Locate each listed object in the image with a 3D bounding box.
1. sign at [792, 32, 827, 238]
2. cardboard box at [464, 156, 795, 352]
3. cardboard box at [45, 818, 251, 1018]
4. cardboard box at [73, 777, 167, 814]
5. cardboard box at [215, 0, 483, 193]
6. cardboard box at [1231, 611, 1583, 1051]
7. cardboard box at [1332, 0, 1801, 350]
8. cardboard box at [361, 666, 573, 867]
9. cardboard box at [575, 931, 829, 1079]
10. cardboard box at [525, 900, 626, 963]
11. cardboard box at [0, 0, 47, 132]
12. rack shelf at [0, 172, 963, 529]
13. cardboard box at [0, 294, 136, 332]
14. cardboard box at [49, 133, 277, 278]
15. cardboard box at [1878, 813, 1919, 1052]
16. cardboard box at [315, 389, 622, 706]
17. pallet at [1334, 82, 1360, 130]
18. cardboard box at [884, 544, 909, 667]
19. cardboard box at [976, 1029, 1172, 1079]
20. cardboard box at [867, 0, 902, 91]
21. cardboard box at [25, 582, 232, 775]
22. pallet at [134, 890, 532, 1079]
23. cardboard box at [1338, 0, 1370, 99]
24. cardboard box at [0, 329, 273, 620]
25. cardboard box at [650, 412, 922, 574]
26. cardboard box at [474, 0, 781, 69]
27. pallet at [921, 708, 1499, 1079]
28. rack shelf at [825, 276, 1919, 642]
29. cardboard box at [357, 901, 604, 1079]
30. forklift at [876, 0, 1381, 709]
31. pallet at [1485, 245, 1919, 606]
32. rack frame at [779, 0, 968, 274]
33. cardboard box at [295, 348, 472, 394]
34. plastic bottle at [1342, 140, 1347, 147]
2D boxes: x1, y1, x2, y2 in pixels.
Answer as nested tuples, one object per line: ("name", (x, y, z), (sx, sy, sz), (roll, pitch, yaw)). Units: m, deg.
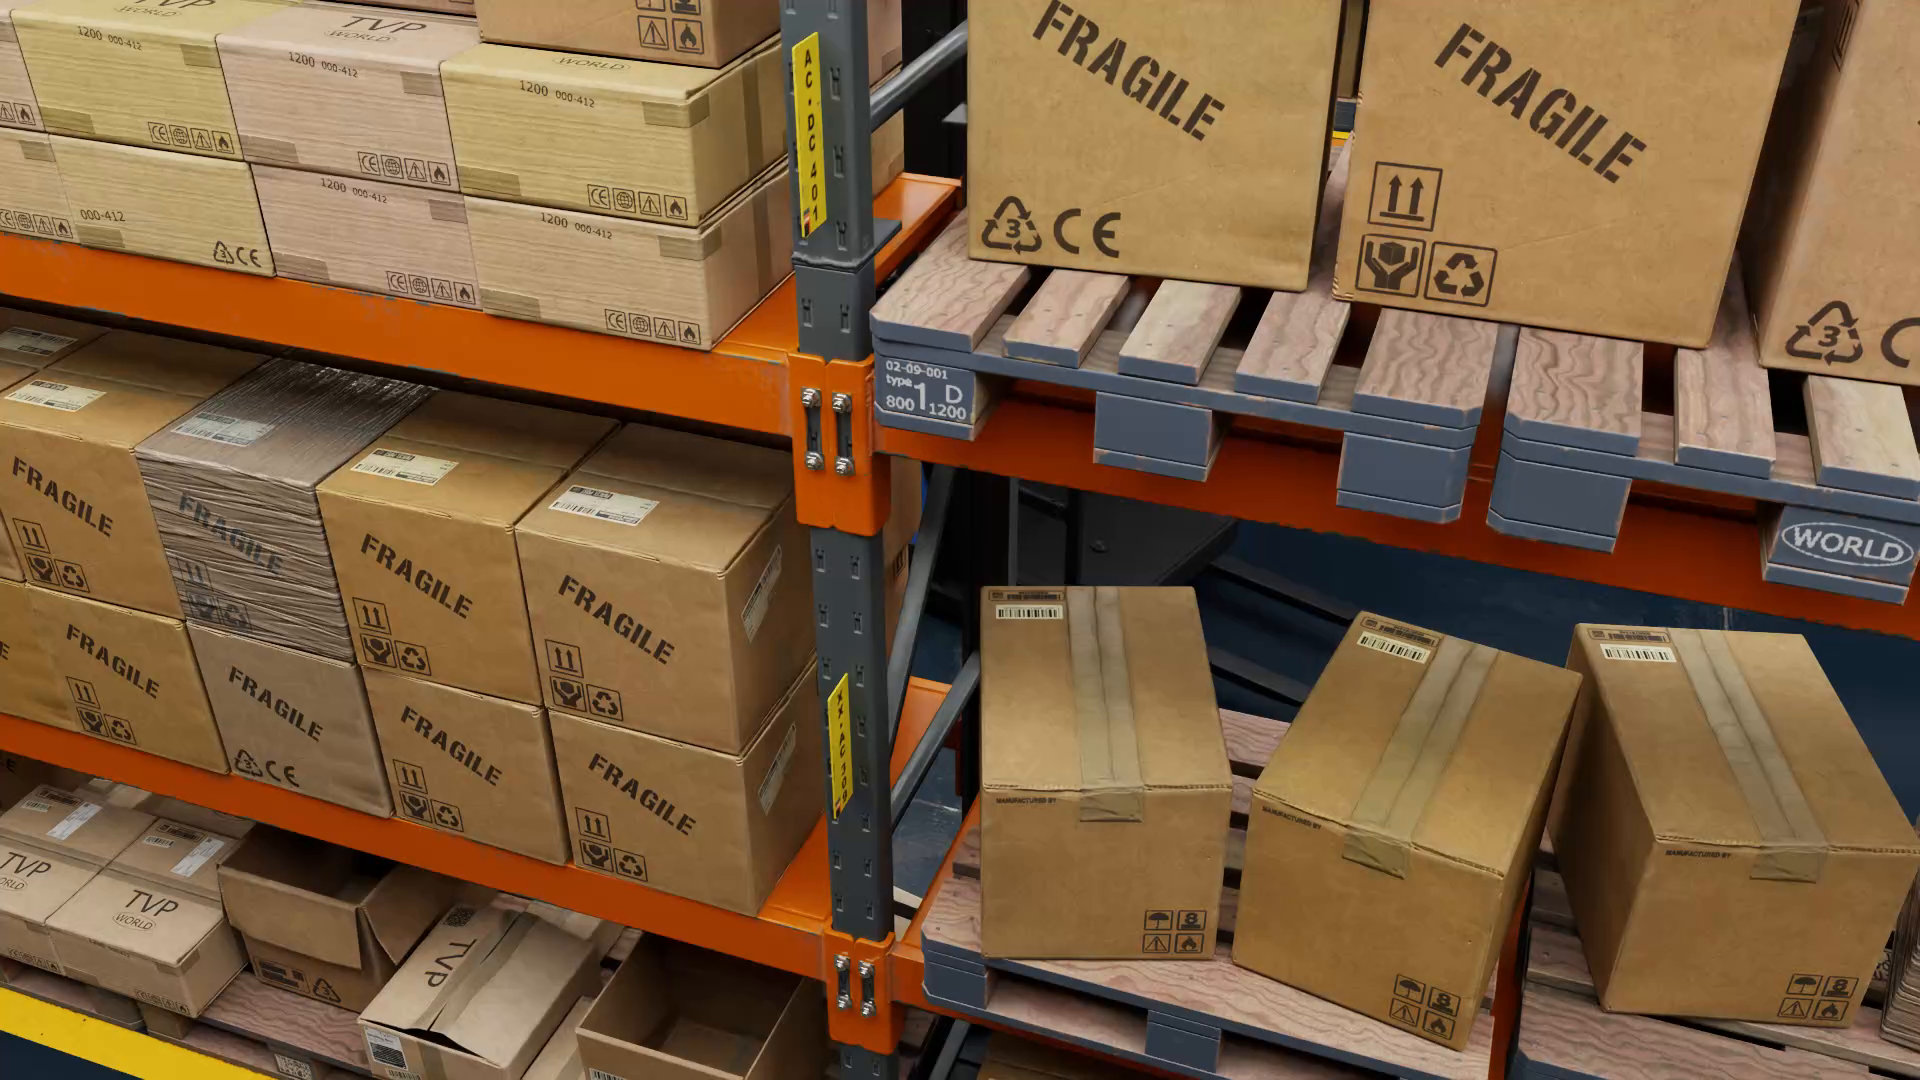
("sign", (-0.250, -0.677, 2.792), (0.005, 0.325, 0.100), (11, 34, 16))
("cardboard box", (-0.622, -0.629, 3.331), (0.500, 0.250, 0.500), (11, 34, 16))
("cardboard box", (-2.482, 1.187, 5.275), (0.500, 0.250, 0.500), (11, 34, 16))
("cardboard box", (-2.894, 0.889, 5.814), (0.250, 0.166, 0.380), (11, 34, 16))
("cardboard box", (-1.093, -0.929, 3.336), (0.500, 0.250, 0.500), (11, 34, 16))
("cardboard box", (0.965, 0.597, 3.580), (0.500, 0.500, 0.700), (17, 36, 24))
("cardboard box", (1.012, -0.759, 2.823), (0.600, 0.600, 0.600), (11, 34, 16))
("cardboard box", (-1.117, 0.425, 4.233), (0.500, 0.500, 0.500), (12, 35, 18))
("cardboard box", (-0.707, 1.427, 4.673), (0.500, 0.500, 0.500), (11, 34, 16))
("cardboard box", (-1.214, 1.187, 5.353), (0.250, 0.166, 0.380), (11, 34, 16))
("cardboard box", (-2.034, -1.114, 3.622), (0.500, 0.250, 0.500), (11, 34, 16))
("rack shelf", (-1.957, -0.802, 4.125), (4.000, 0.370, 1.077), (11, 34, 16))
("cardboard box", (-2.363, -0.547, 4.818), (0.500, 0.500, 0.500), (12, 35, 18))
("cardboard box", (-1.563, -0.813, 3.616), (0.500, 0.250, 0.500), (11, 34, 16))
("cardboard box", (2.264, 0.713, 3.402), (0.500, 0.500, 0.700), (18, 37, 25))
("cardboard box", (-1.121, 0.007, 3.960), (0.500, 0.500, 0.500), (10, 34, 16))
("pallet", (2.582, -3.544, 13.044), (1.213, 0.211, 1.003), (11, 34, 16))
("cardboard box", (-0.462, 0.247, 4.510), (0.500, 0.500, 0.500), (12, 35, 18))
("cardboard box", (0.299, 1.600, 4.406), (0.500, 0.500, 0.500), (9, 34, 14))
("cardboard box", (-0.448, -1.101, 3.603), (0.500, 0.250, 0.500), (11, 34, 16))
("cardboard box", (-2.082, 0.241, 4.520), (0.500, 0.500, 0.500), (11, 35, 17))
("pallet", (-1.873, 1.345, 5.473), (1.213, 0.211, 1.003), (11, 34, 16))
("cardboard box", (2.677, -3.982, 12.723), (0.875, 0.875, 0.875), (11, 34, 16))
("cardboard box", (-2.069, -0.178, 4.247), (0.500, 0.500, 0.500), (11, 34, 16))
("cardboard box", (-0.423, -0.170, 4.235), (0.500, 0.500, 0.500), (12, 35, 18))
("cardboard box", (-0.545, -1.270, 3.172), (0.500, 0.500, 0.700), (11, 34, 16))
("pallet", (0.641, 0.804, 3.916), (1.213, 0.211, 1.003), (11, 34, 16))
("rack shelf", (1.808, -0.070, 2.991), (4.000, 0.370, 1.077), (11, 34, 16))
("cardboard box", (-1.413, 1.370, 4.936), (0.500, 0.311, 0.500), (11, 34, 16))
("forklift", (0.549, -0.988, 6.578), (3.031, 2.935, 1.130), (23, 39, 31))
("pallet", (1.493, -0.316, 2.882), (1.003, 0.211, 1.213), (11, 34, 16))
("rack frame", (-0.075, -1.999, 2.550), (0.127, 3.000, 1.000), (11, 34, 16))
("cardboard box", (-1.393, -0.359, 4.526), (0.500, 0.500, 0.500), (10, 34, 15))
("plastic bottle", (1.860, -1.749, 7.739), (0.185, 0.351, 0.144), (11, 34, 16))
